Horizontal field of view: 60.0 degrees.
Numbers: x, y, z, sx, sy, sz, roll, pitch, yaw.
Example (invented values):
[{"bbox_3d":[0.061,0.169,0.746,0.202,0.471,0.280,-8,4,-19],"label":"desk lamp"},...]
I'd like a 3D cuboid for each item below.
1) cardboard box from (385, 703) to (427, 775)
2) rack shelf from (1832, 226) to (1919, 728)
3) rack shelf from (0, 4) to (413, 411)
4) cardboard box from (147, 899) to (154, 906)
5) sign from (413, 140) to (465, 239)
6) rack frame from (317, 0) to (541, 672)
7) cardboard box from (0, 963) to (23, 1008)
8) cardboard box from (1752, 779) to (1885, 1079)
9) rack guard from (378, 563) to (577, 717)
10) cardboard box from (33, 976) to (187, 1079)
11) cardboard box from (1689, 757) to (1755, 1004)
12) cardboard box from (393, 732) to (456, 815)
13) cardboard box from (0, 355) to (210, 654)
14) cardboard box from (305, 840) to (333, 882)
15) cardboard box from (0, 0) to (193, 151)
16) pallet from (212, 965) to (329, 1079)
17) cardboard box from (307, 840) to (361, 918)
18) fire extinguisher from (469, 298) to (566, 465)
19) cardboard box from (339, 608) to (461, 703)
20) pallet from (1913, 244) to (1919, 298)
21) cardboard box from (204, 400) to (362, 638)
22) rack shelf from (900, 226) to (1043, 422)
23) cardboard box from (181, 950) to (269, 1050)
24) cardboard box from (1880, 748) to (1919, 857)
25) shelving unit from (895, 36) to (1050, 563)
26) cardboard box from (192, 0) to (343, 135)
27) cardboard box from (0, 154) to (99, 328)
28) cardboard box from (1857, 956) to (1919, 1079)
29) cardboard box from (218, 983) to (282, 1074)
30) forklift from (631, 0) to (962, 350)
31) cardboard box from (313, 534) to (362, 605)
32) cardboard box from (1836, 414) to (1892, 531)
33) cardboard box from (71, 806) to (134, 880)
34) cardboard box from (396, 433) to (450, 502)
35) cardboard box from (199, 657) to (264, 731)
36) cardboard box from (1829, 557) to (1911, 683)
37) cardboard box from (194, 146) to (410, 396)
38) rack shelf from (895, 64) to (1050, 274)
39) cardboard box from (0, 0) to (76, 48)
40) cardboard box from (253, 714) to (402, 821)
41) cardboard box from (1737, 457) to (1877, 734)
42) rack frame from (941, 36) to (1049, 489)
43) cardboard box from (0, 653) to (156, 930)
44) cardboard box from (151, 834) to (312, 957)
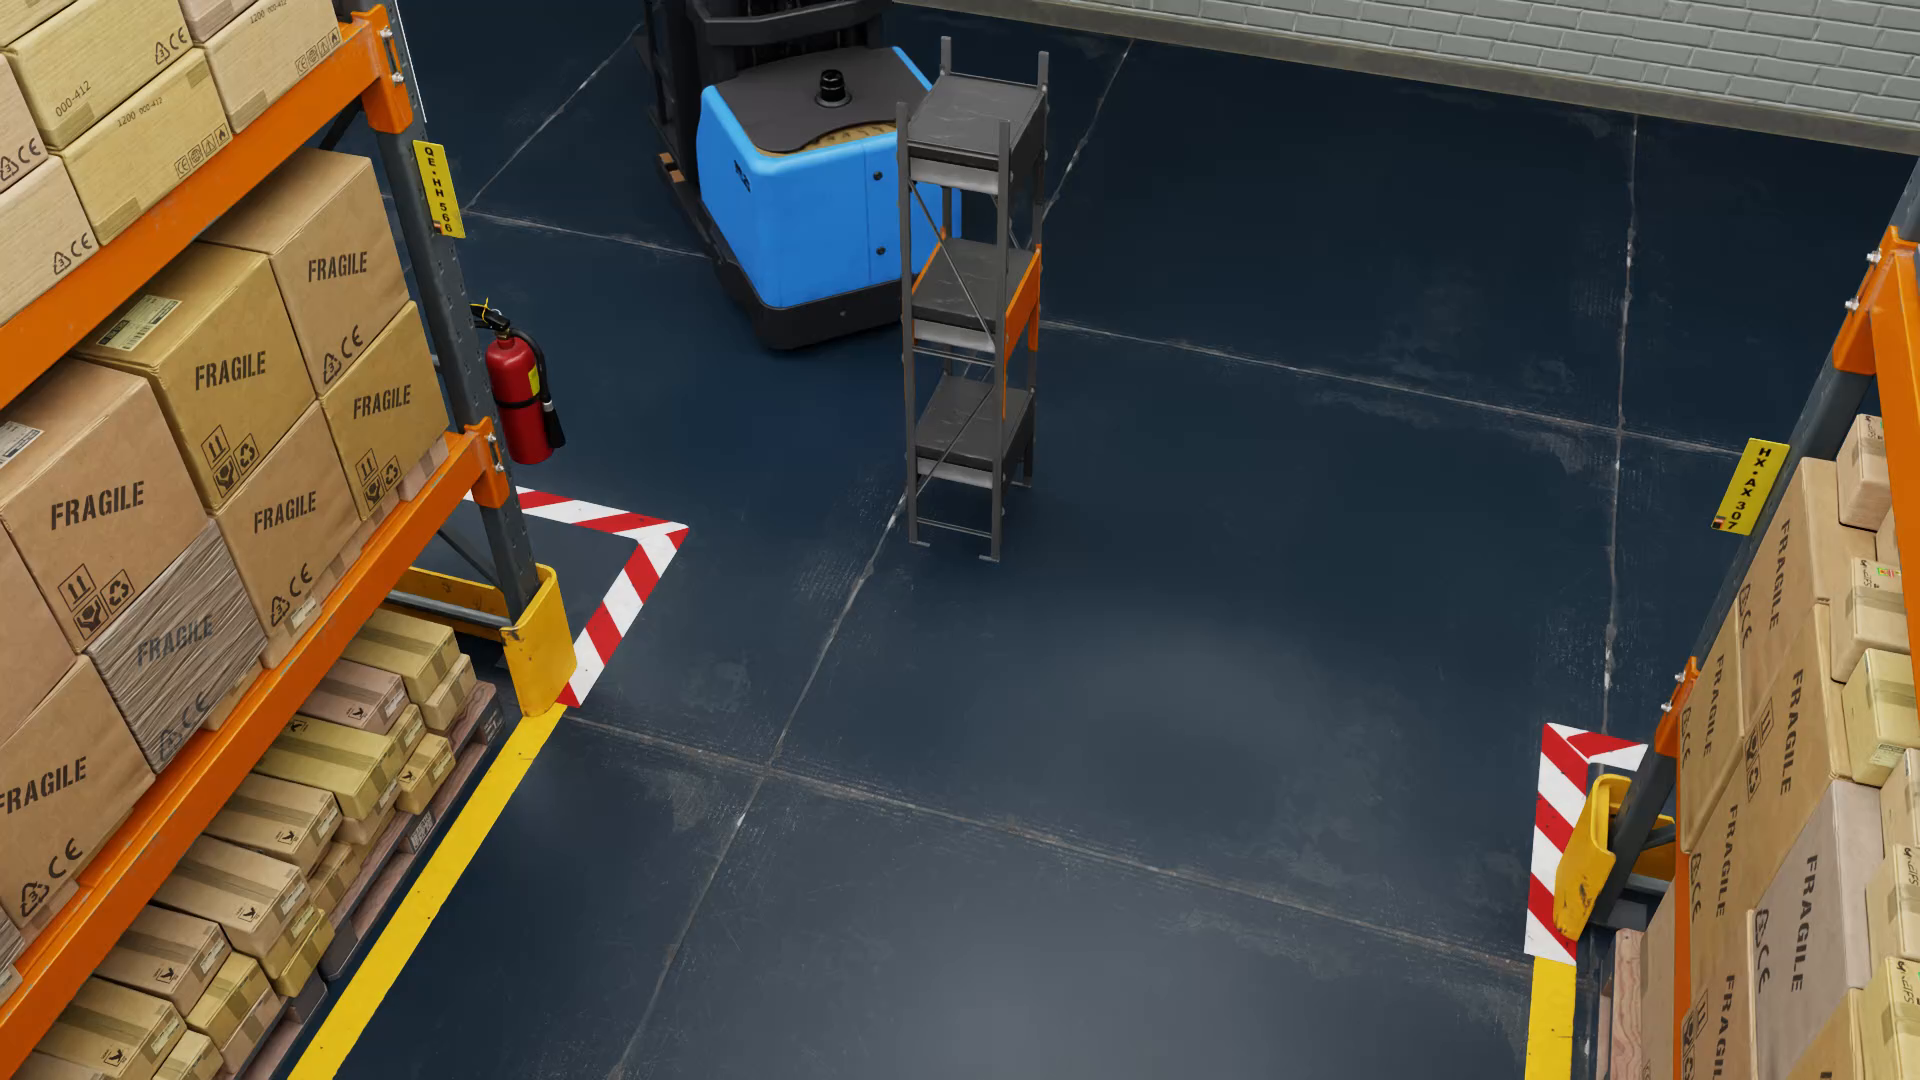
[{"bbox_3d":[-2.116,0.675,5.839,0.380,0.149,0.250,12,46,12],"label":"cardboard box"},{"bbox_3d":[2.045,0.837,2.519,1.077,0.370,4.000,13,46,13],"label":"rack shelf"},{"bbox_3d":[-2.703,-0.144,3.521,1.077,0.370,4.000,13,46,13],"label":"rack shelf"},{"bbox_3d":[-2.798,1.093,5.413,0.380,0.149,0.250,11,45,11],"label":"cardboard box"},{"bbox_3d":[-1.575,-1.058,5.032,0.100,0.325,0.005,13,46,13],"label":"sign"},{"bbox_3d":[-2.098,-0.662,5.681,1.000,3.000,0.127,13,46,13],"label":"rack frame"},{"bbox_3d":[-2.559,1.086,4.074,0.380,0.149,0.250,14,46,14],"label":"cardboard box"},{"bbox_3d":[1.935,0.876,3.323,0.500,0.500,0.500,12,46,12],"label":"cardboard box"},{"bbox_3d":[-2.121,0.282,6.503,1.175,0.500,0.348,13,46,13],"label":"rack guard"},{"bbox_3d":[-2.510,1.438,4.847,0.380,0.149,0.250,13,46,13],"label":"cardboard box"},{"bbox_3d":[2.105,0.885,4.028,0.500,0.500,0.500,12,46,12],"label":"cardboard box"},{"bbox_3d":[-2.040,0.795,5.930,0.380,0.149,0.250,14,46,14],"label":"cardboard box"},{"bbox_3d":[-2.302,-0.118,4.125,0.500,0.500,0.500,15,46,15],"label":"cardboard box"},{"bbox_3d":[-2.321,1.017,5.491,0.380,0.149,0.250,12,46,12],"label":"cardboard box"},{"bbox_3d":[-2.148,-1.157,3.792,0.500,0.250,0.500,11,46,11],"label":"cardboard box"},{"bbox_3d":[-2.772,1.730,5.230,1.003,0.211,1.213,13,46,13],"label":"pallet"},{"bbox_3d":[-2.264,1.120,5.598,0.380,0.149,0.250,13,46,13],"label":"cardboard box"},{"bbox_3d":[-1.582,-0.571,5.910,0.296,0.674,0.183,13,46,13],"label":"fire extinguisher"},{"bbox_3d":[-2.016,0.401,5.908,0.380,0.149,0.250,13,46,13],"label":"cardboard box"},{"bbox_3d":[2.436,-0.225,3.153,1.003,0.211,1.213,13,46,13],"label":"pallet"},{"bbox_3d":[-2.149,-0.108,4.830,0.500,0.500,0.500,12,46,12],"label":"cardboard box"},{"bbox_3d":[0.050,-0.851,6.537,0.431,0.518,0.480,13,46,13],"label":"rack shelf"},{"bbox_3d":[-2.381,1.374,5.125,0.380,0.149,0.250,15,46,15],"label":"cardboard box"},{"bbox_3d":[1.988,0.576,3.165,0.380,0.149,0.250,13,46,13],"label":"cardboard box"},{"bbox_3d":[0.050,-0.861,6.527,0.431,2.100,0.503,13,46,13],"label":"shelving unit"},{"bbox_3d":[-1.983,-1.321,4.317,0.500,0.250,0.500,12,46,12],"label":"cardboard box"},{"bbox_3d":[-2.294,-0.652,3.633,0.500,0.250,0.500,14,46,14],"label":"cardboard box"},{"bbox_3d":[1.769,0.897,2.838,0.380,0.149,0.250,12,46,12],"label":"cardboard box"},{"bbox_3d":[-2.384,1.481,5.229,0.380,0.149,0.250,13,46,13],"label":"cardboard box"},{"bbox_3d":[-1.033,-3.001,8.120,1.130,2.935,3.031,-17,47,-17],"label":"forklift"},{"bbox_3d":[-2.100,0.033,5.150,0.380,0.149,0.250,12,46,12],"label":"cardboard box"},{"bbox_3d":[2.279,-0.128,3.885,0.380,0.149,0.250,13,46,13],"label":"cardboard box"},{"bbox_3d":[-2.466,0.725,4.443,0.380,0.149,0.250,13,46,13],"label":"cardboard box"},{"bbox_3d":[-1.927,-0.295,5.486,0.380,0.149,0.250,13,46,13],"label":"cardboard box"},{"bbox_3d":[-2.263,0.377,4.798,0.380,0.149,0.250,11,45,11],"label":"cardboard box"},{"bbox_3d":[2.080,0.211,3.539,0.380,0.149,0.250,14,46,14],"label":"cardboard box"},{"bbox_3d":[-1.999,-0.804,4.827,0.500,0.500,0.500,12,46,12],"label":"cardboard box"},{"bbox_3d":[0.050,-1.351,6.047,0.431,0.518,0.480,13,46,13],"label":"rack shelf"},{"bbox_3d":[-2.140,-1.204,3.555,0.380,0.149,0.250,13,46,13],"label":"cardboard box"},{"bbox_3d":[-2.105,0.755,5.545,0.380,0.149,0.250,12,46,12],"label":"cardboard box"},{"bbox_3d":[2.234,0.185,4.028,0.500,0.500,0.500,12,46,12],"label":"cardboard box"},{"bbox_3d":[0.124,-1.023,6.694,0.400,2.100,0.015,13,46,13],"label":"rack frame"},{"bbox_3d":[-2.455,0.562,4.146,0.500,0.500,0.500,15,46,15],"label":"cardboard box"},{"bbox_3d":[-2.272,1.106,5.187,0.380,0.149,0.250,14,46,14],"label":"cardboard box"}]
